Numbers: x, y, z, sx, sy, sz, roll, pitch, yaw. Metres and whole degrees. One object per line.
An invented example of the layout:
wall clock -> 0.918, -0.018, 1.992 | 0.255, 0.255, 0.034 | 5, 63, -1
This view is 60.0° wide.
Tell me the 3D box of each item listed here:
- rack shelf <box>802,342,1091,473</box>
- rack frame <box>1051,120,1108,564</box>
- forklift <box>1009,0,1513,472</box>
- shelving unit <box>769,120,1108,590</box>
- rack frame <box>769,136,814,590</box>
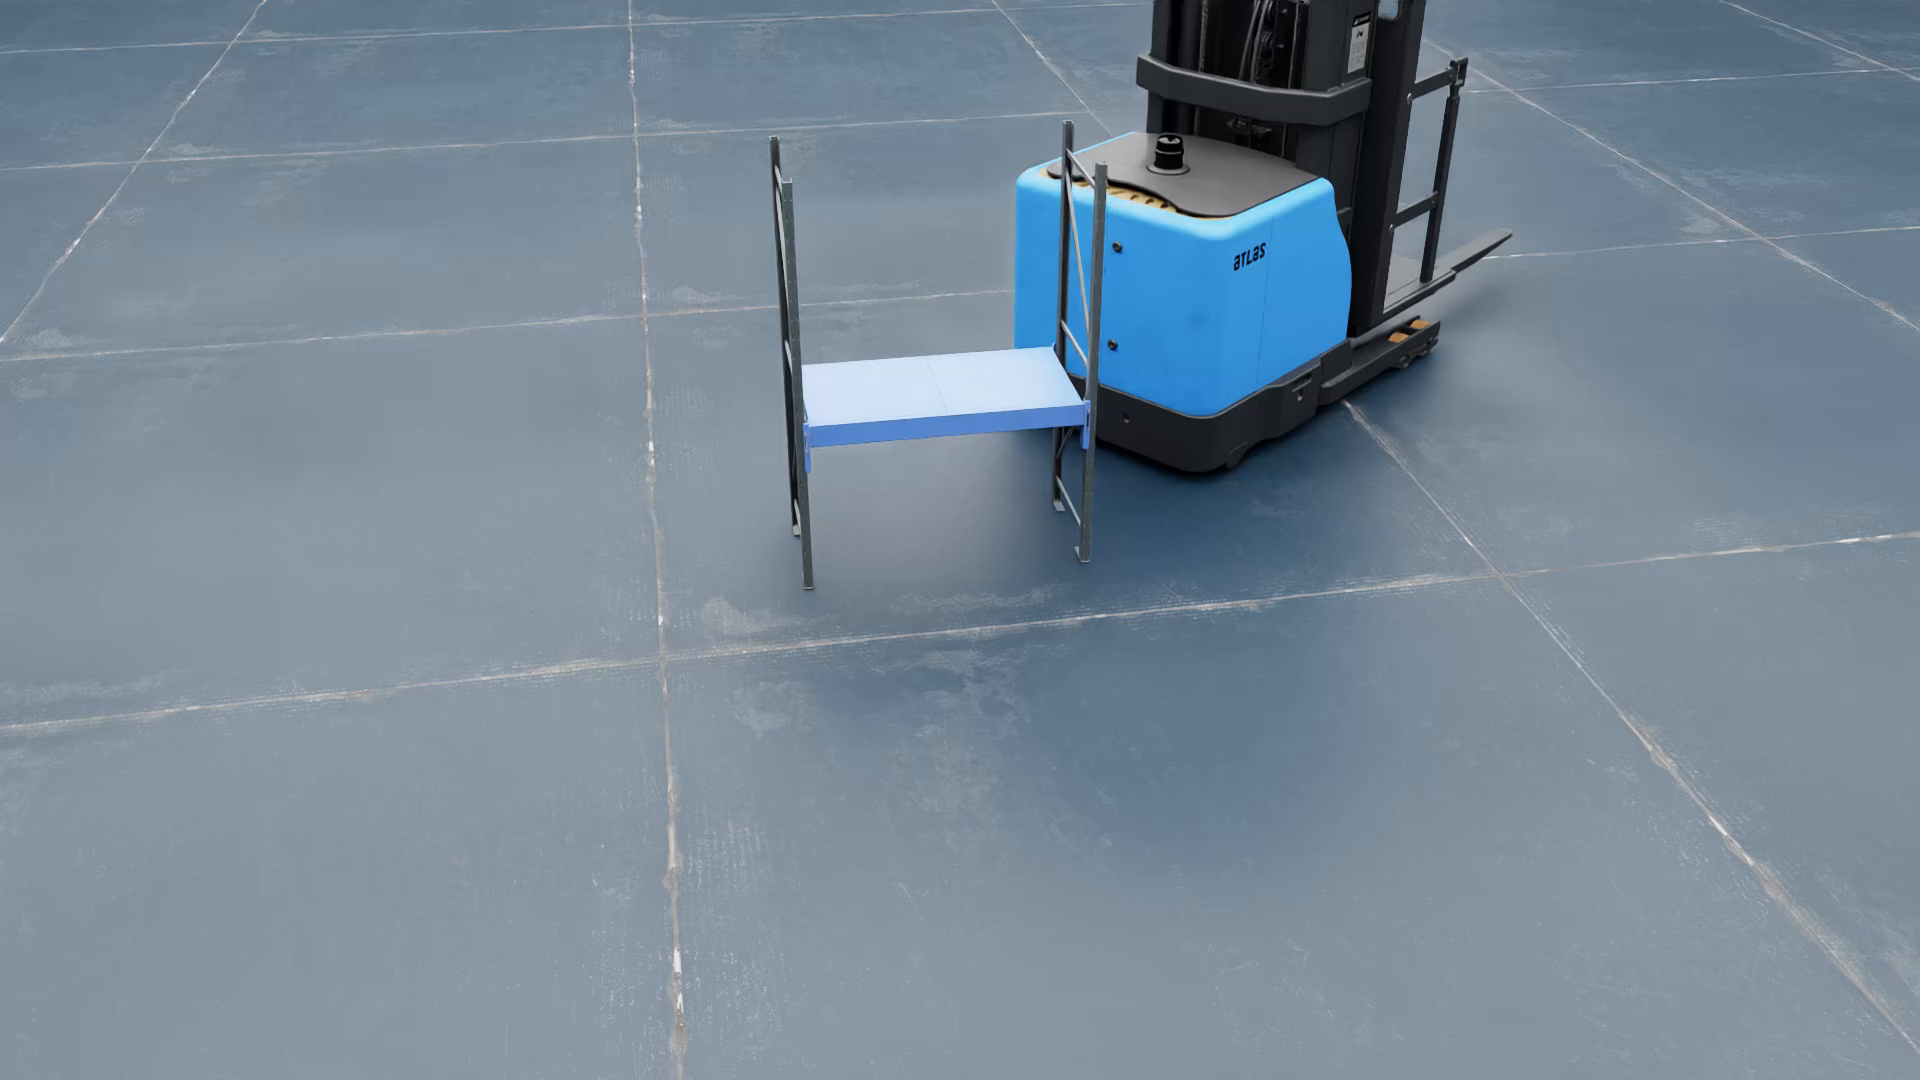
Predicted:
rack shelf -> -0.084, -0.484, 5.948 | 1.000, 0.185, 0.538 | -5, 31, -9
rack frame -> 0.416, -0.685, 5.936 | 0.032, 1.500, 0.500 | -5, 31, -9
forklift -> 1.568, -2.194, 7.090 | 1.130, 2.935, 3.031 | 24, 38, 35
shelving unit -> -0.084, -0.639, 5.857 | 1.048, 1.500, 0.538 | -5, 31, -9
rack frame -> -0.584, -0.592, 5.778 | 0.032, 1.500, 0.500 | -5, 31, -9
